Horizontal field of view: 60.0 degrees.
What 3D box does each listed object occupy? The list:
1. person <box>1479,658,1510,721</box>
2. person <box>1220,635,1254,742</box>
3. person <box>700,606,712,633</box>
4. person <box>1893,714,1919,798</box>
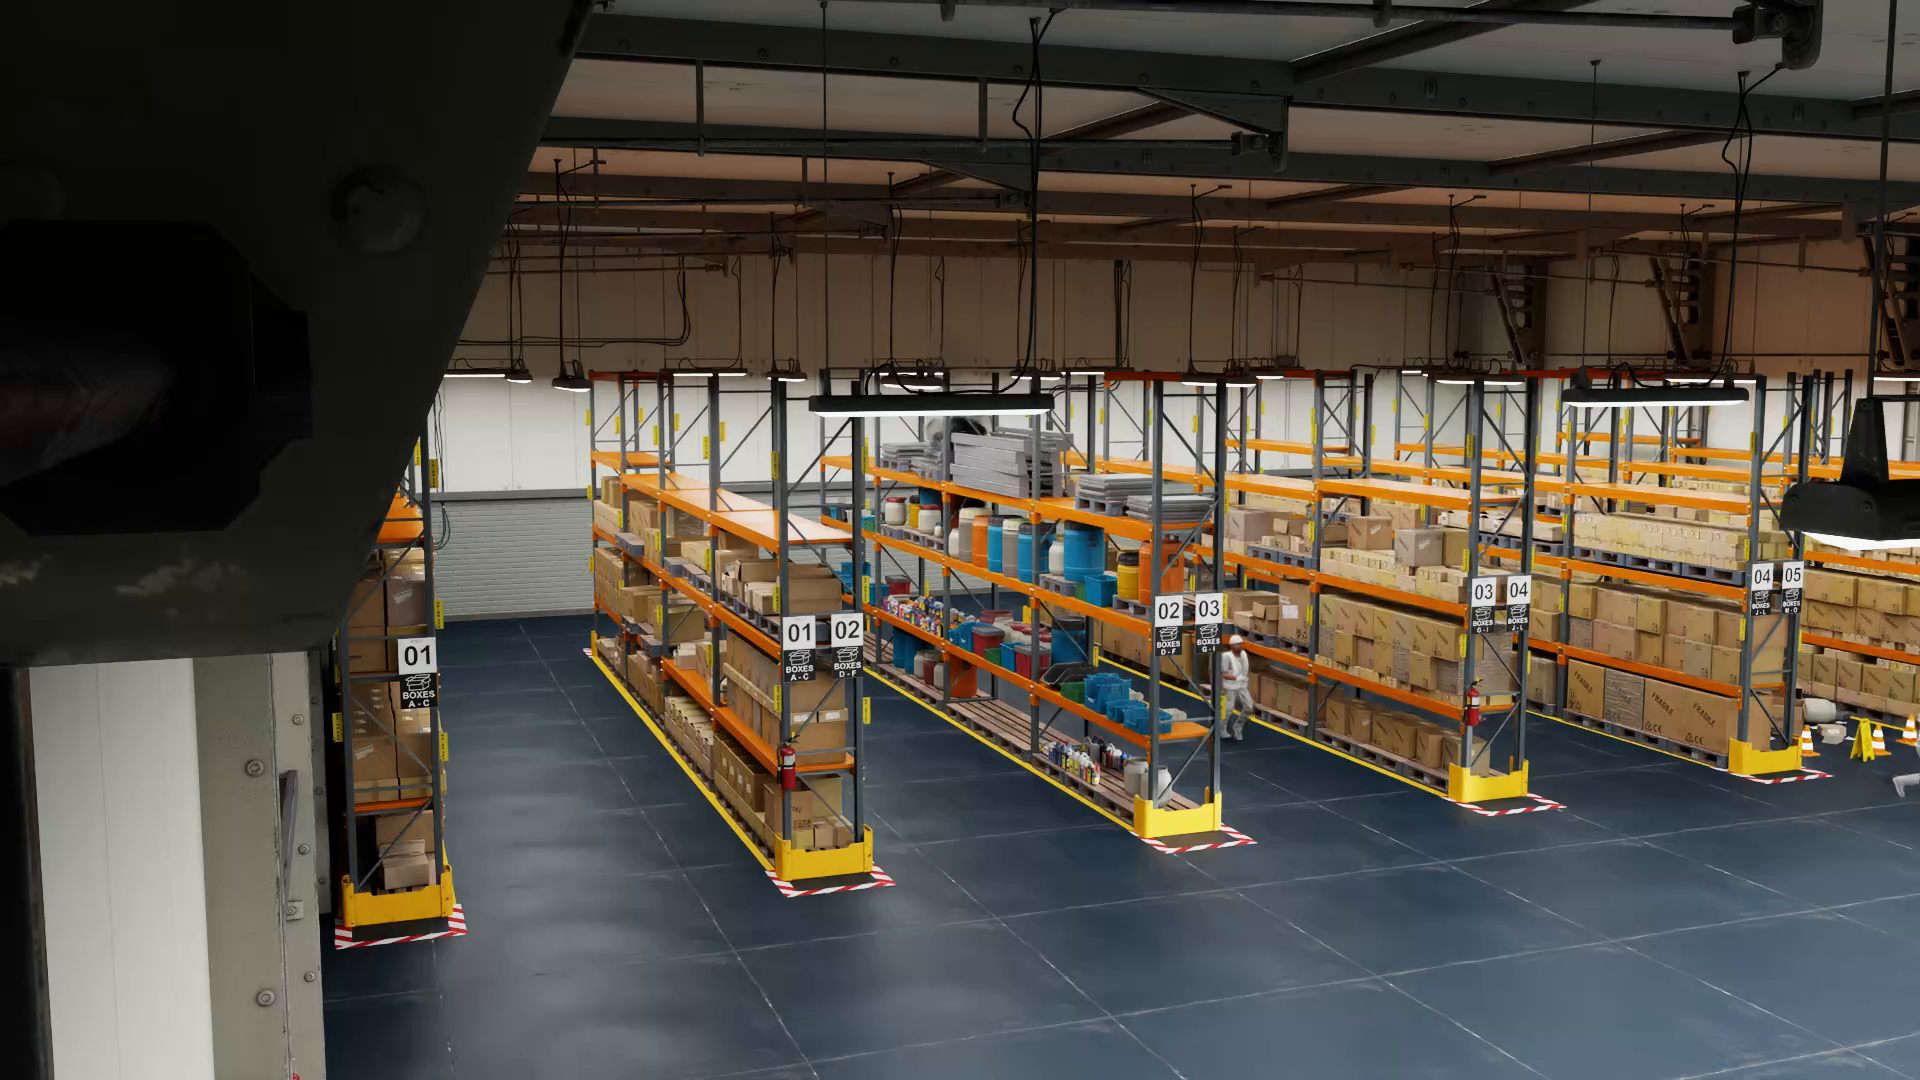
[{"bbox_3d":[9.106,2.270,28.555,0.656,1.736,0.633,-4,7,-30],"label":"person"},{"bbox_3d":[4.521,2.425,27.127,0.662,1.774,0.785,-4,7,-29],"label":"person"},{"bbox_3d":[-5.496,1.505,35.849,0.936,1.604,0.622,2,7,21],"label":"person"},{"bbox_3d":[13.502,2.929,23.271,0.753,1.674,0.600,3,7,23],"label":"person"}]
